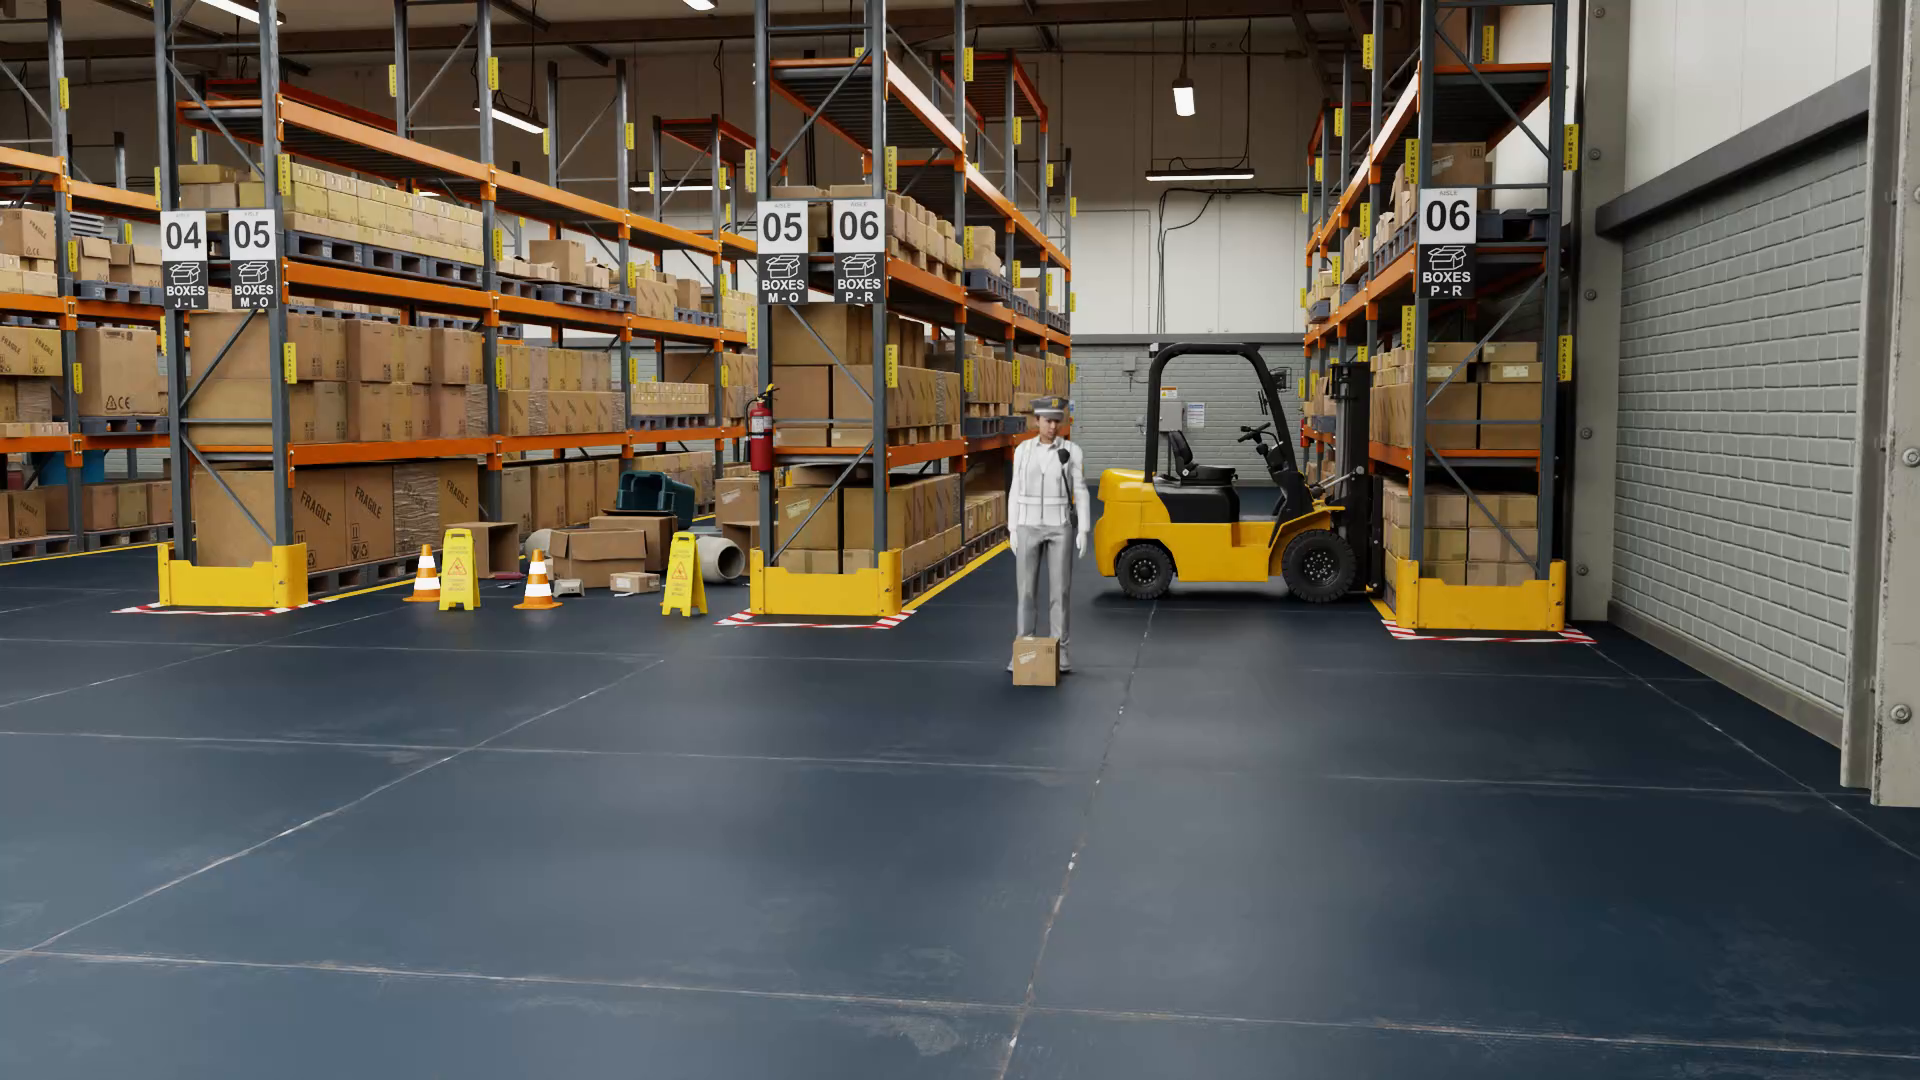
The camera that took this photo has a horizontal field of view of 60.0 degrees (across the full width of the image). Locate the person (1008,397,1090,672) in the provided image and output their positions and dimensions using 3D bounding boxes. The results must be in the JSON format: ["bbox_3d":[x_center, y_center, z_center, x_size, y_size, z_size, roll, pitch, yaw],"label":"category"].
[{"bbox_3d":[0.545,-0.035,10.207,0.508,1.682,0.324,1,5,10],"label":"person"}]
